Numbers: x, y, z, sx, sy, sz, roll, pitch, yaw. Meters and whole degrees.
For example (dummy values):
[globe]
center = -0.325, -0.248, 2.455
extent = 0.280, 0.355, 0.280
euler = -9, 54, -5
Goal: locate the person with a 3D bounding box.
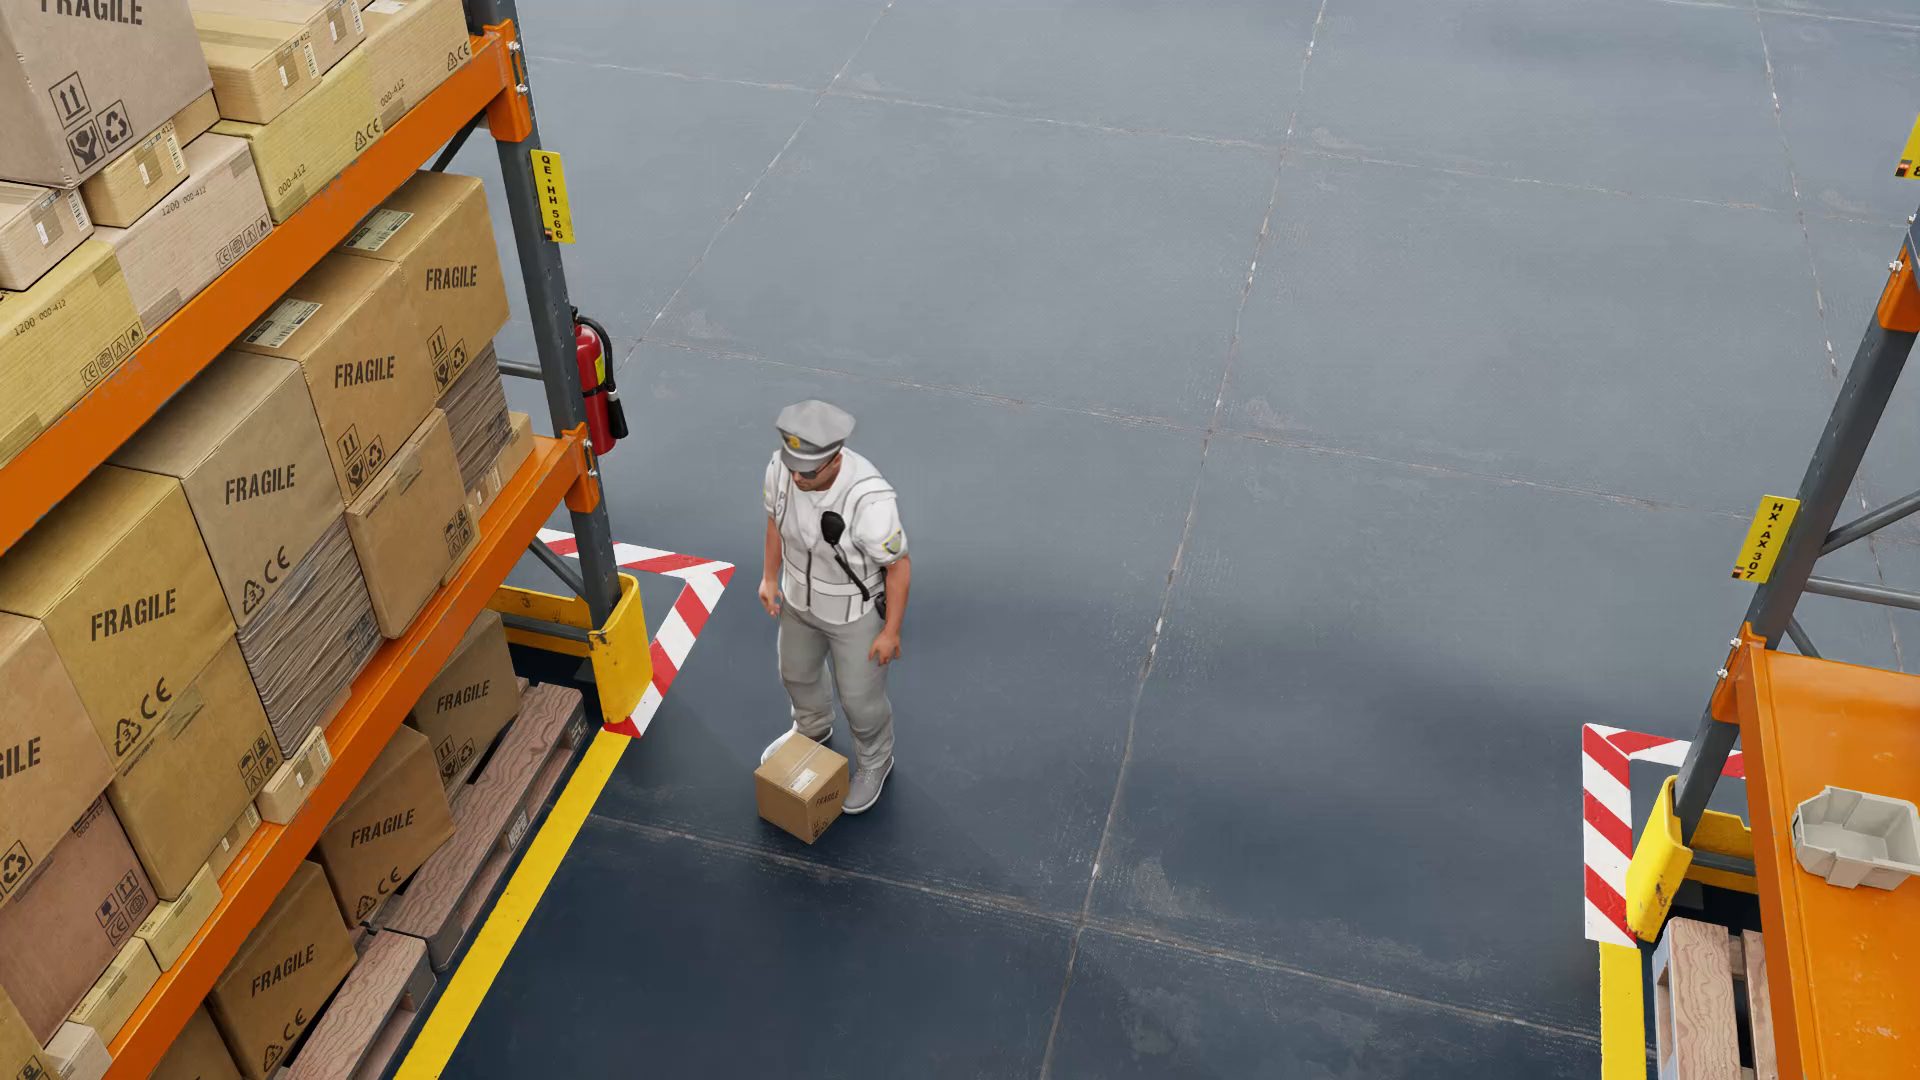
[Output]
[person]
center = -0.438, 0.211, 5.907
extent = 0.593, 1.748, 0.435
euler = 23, 46, 24
